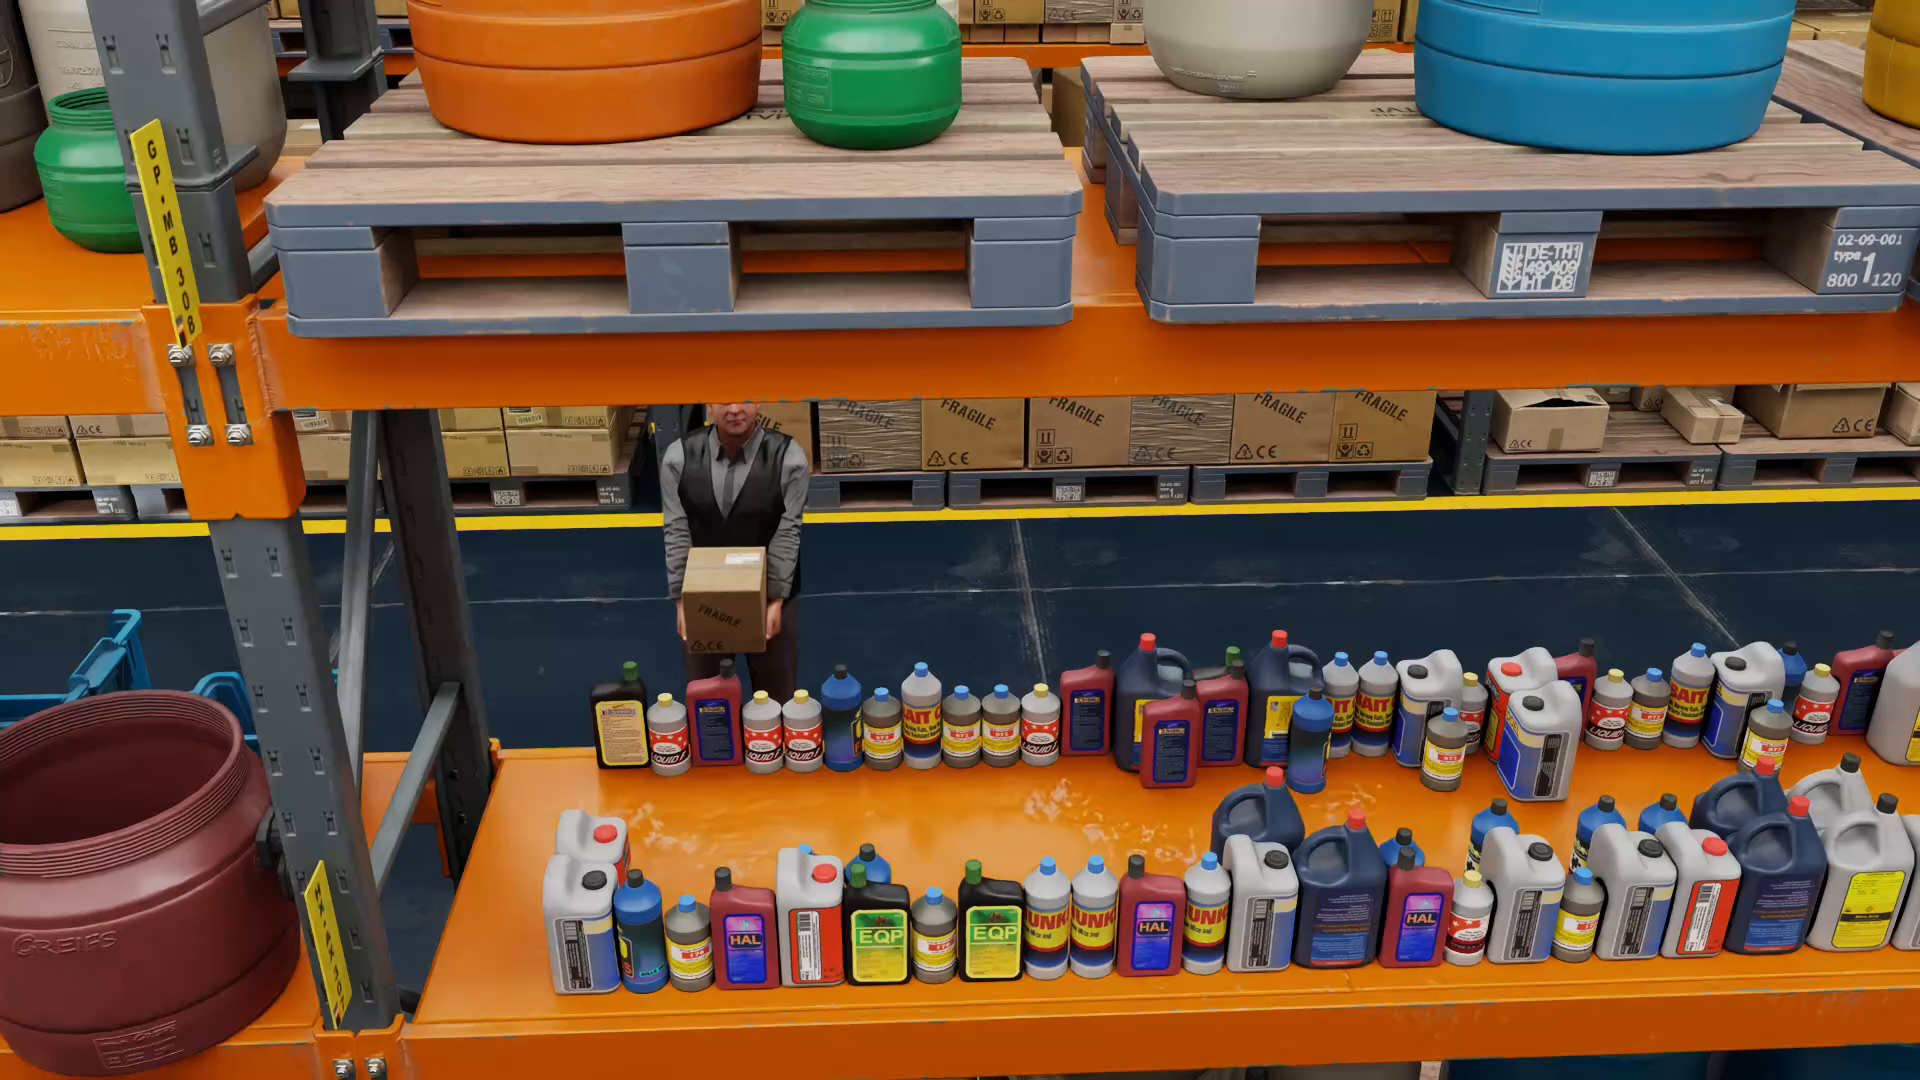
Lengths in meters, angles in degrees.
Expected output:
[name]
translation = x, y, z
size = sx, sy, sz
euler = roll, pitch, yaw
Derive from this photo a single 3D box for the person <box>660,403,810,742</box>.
[person]
translation = -0.746, 0.254, 5.666
size = 0.494, 1.711, 0.550
euler = -1, 27, -2
